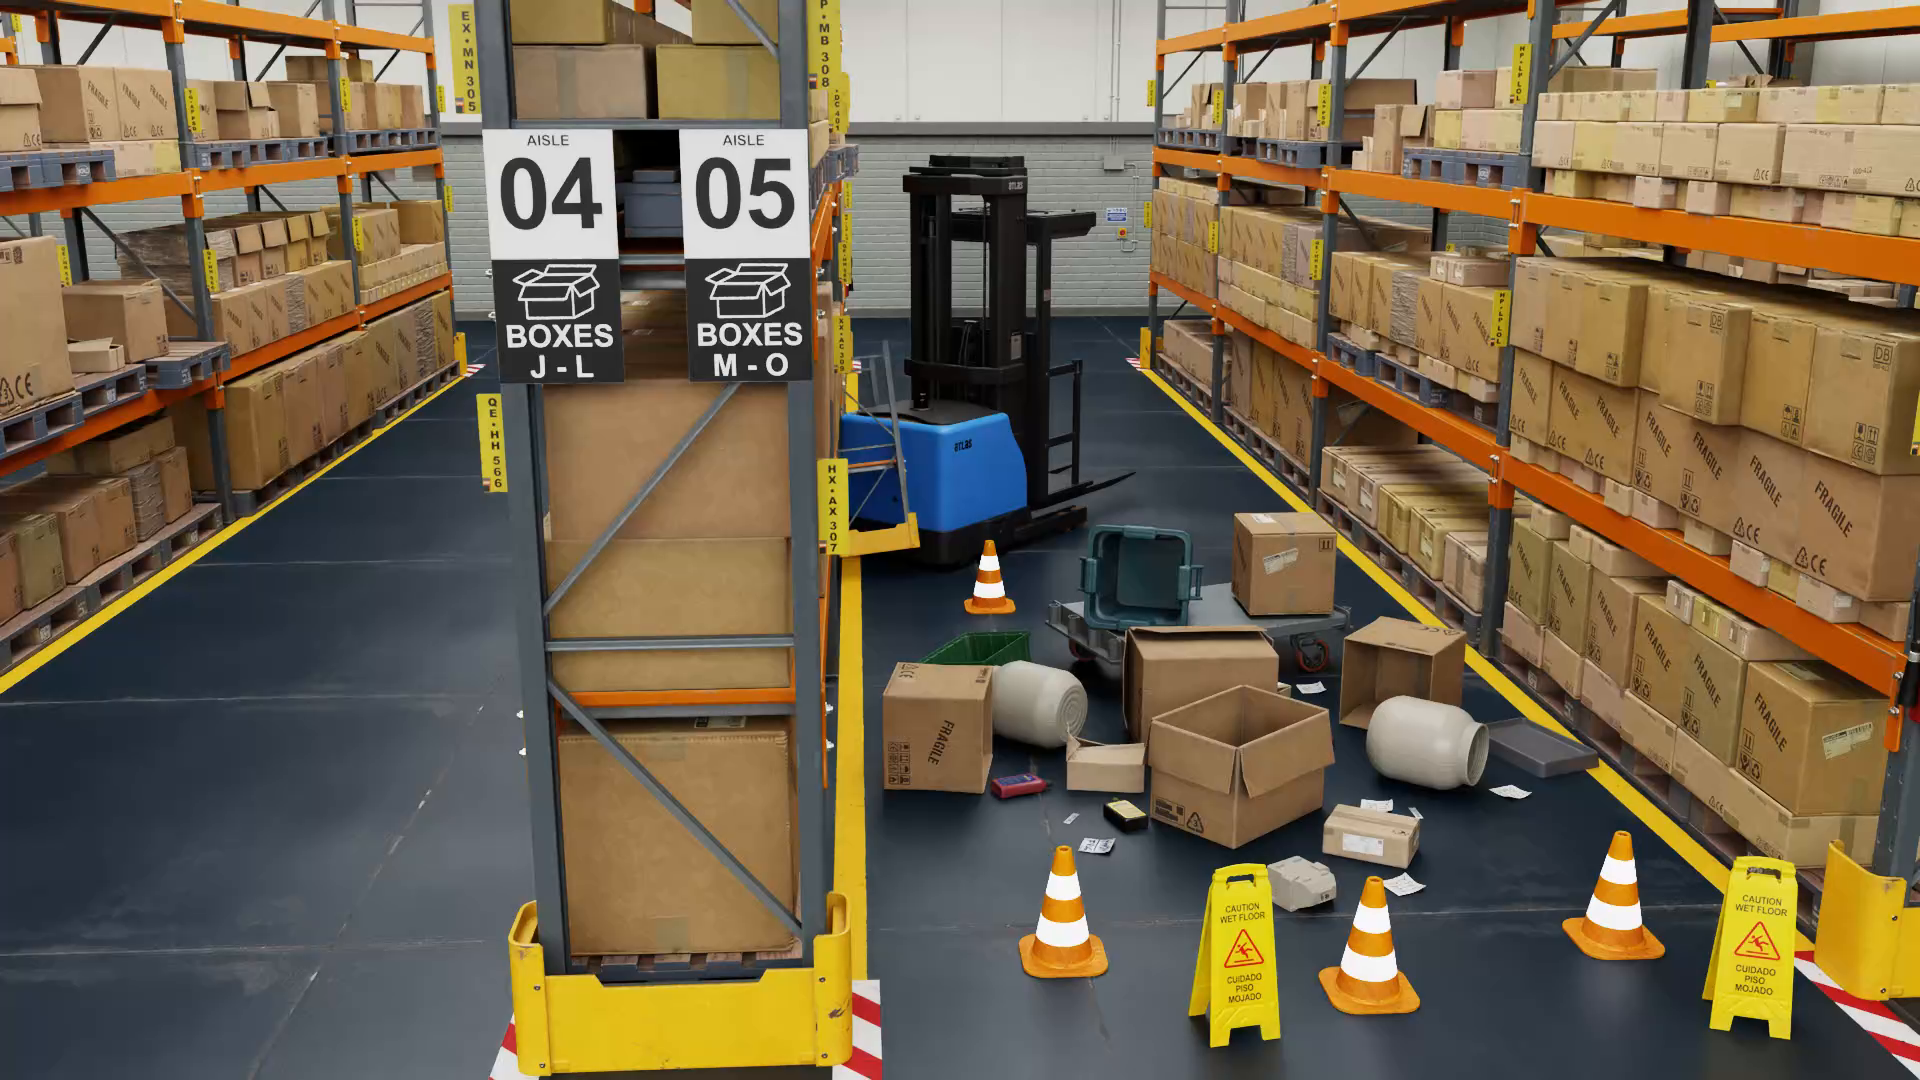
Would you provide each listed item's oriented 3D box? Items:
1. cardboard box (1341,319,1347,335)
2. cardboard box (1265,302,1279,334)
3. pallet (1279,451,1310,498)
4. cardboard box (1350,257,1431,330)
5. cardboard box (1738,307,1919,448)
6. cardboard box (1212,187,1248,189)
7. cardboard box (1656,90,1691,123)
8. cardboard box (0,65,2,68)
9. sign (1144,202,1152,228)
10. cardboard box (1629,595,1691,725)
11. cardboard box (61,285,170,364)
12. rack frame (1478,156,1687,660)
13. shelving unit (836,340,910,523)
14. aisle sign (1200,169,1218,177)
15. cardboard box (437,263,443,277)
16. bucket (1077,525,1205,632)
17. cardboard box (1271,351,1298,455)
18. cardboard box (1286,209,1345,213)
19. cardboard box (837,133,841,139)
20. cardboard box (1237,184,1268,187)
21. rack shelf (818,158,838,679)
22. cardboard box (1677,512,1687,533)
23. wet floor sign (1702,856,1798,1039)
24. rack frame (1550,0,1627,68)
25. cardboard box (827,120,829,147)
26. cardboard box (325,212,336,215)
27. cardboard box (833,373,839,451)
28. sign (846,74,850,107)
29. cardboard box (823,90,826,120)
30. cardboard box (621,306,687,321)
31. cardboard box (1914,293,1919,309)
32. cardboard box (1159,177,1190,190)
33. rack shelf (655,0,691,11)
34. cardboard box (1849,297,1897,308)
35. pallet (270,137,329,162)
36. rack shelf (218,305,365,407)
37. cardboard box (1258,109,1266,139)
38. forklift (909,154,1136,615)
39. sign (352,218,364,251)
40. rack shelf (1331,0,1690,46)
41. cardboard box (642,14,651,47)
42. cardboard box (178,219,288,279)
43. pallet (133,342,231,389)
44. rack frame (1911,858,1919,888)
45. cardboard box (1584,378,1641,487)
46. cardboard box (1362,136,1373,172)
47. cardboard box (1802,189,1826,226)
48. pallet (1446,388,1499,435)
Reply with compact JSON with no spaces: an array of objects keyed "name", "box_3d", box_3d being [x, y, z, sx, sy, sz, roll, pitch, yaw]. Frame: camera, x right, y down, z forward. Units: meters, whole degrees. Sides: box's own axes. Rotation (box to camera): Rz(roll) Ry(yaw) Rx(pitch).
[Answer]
[{"name":"cardboard box","box_3d":[3.297,-1.735,13.411,0.380,0.149,0.250,-2,15,-7]},{"name":"cardboard box","box_3d":[3.110,-2.038,15.230,0.500,0.250,0.500,-1,14,-4]},{"name":"pallet","box_3d":[3.489,-0.584,14.871,1.003,0.211,1.213,-1,14,-3]},{"name":"cardboard box","box_3d":[3.299,-1.888,12.703,0.500,0.500,0.500,0,14,-1]},{"name":"cardboard box","box_3d":[3.685,-0.674,6.821,0.700,0.500,0.500,-1,14,-3]},{"name":"cardboard box","box_3d":[2.965,-3.780,18.187,0.380,0.149,0.250,-1,14,-3]},{"name":"cardboard box","box_3d":[3.540,-2.053,7.869,0.380,0.149,0.250,-1,14,-4]},{"name":"cardboard box","box_3d":[-6.590,-2.955,11.268,0.500,0.500,0.500,-1,14,-5]},{"name":"sign","box_3d":[2.413,-4.177,21.345,0.100,0.325,0.005,-1,14,-3]},{"name":"cardboard box","box_3d":[3.589,0.567,7.973,0.500,0.500,0.500,-1,14,-5]},{"name":"cardboard box","box_3d":[-6.220,-1.565,12.045,0.700,0.500,0.500,1,14,5]},{"name":"rack frame","box_3d":[3.711,-0.742,9.891,1.000,3.000,0.127,-1,14,-3]},{"name":"shelving unit","box_3d":[-0.741,-0.658,12.361,0.500,1.500,0.985,-8,1,-9]},{"name":"aisle sign","box_3d":[3.272,-5.008,21.254,0.394,0.787,0.004,-1,14,-3]},{"name":"cardboard box","box_3d":[-6.555,-3.304,20.351,0.380,0.149,0.250,-1,14,-3]},{"name":"bucket","box_3d":[1.086,0.207,9.722,0.726,0.611,0.620,4,5,16]},{"name":"cardboard box","box_3d":[3.452,-1.306,15.505,0.875,0.875,0.875,-1,14,-3]},{"name":"cardboard box","box_3d":[3.533,-3.029,16.570,0.500,0.500,0.500,-1,14,-2]},{"name":"cardboard box","box_3d":[-1.107,-3.041,11.943,0.500,0.311,0.500,-1,14,-3]},{"name":"cardboard box","box_3d":[3.325,-3.978,18.958,0.380,0.149,0.250,-1,14,-4]},{"name":"rack shelf","box_3d":[-8.787,-1.028,11.002,15.905,3.000,4.168,-1,14,-3]},{"name":"cardboard box","box_3d":[3.647,-0.096,7.883,0.380,0.149,0.250,-1,14,-3]},{"name":"wet floor sign","box_3d":[2.902,1.457,6.070,0.267,0.644,0.232,4,15,16]},{"name":"rack frame","box_3d":[7.921,-6.709,21.044,1.000,3.000,0.127,-1,14,-3]},{"name":"cardboard box","box_3d":[-0.866,-2.075,8.513,0.380,0.149,0.250,-1,14,-3]},{"name":"cardboard box","box_3d":[-6.998,-3.248,17.830,0.500,0.500,0.500,-1,14,-3]},{"name":"cardboard box","box_3d":[-0.988,-0.824,10.008,0.500,0.500,0.500,-1,14,-3]},{"name":"sign","box_3d":[-1.166,-4.533,16.779,0.100,0.325,0.005,-1,14,-3]},{"name":"cardboard box","box_3d":[-0.906,-2.172,8.090,0.500,0.250,0.500,-1,14,-4]},{"name":"cardboard box","box_3d":[-1.148,-0.741,7.418,0.875,0.550,0.500,-1,14,-3]},{"name":"cardboard box","box_3d":[8.175,-1.869,13.570,0.500,0.250,0.500,-1,14,-3]},{"name":"cardboard box","box_3d":[2.713,-4.481,20.912,0.380,0.149,0.250,-1,14,-2]},{"name":"rack shelf","box_3d":[-1.348,-3.501,10.821,1.077,0.370,4.000,-1,14,-3]},{"name":"cardboard box","box_3d":[7.993,-2.054,14.650,0.380,0.149,0.250,-1,14,-2]},{"name":"pallet","box_3d":[-6.570,-3.711,15.796,0.805,0.209,1.217,-1,15,-6]},{"name":"rack shelf","box_3d":[-6.552,-1.733,15.186,1.077,0.370,4.000,-1,14,-3]},{"name":"cardboard box","box_3d":[2.979,-3.863,15.427,0.396,0.266,0.258,0,14,1]},{"name":"forklift","box_3d":[0.534,-1.407,12.613,2.033,2.935,3.733,10,18,35]},{"name":"sign","box_3d":[-6.135,-3.112,16.937,0.100,0.325,0.005,-1,14,-3]},{"name":"rack shelf","box_3d":[3.587,-3.603,11.216,1.077,0.370,4.000,-1,14,-3]},{"name":"cardboard box","box_3d":[-1.397,-1.946,6.409,0.380,0.149,0.250,-1,14,-3]},{"name":"cardboard box","box_3d":[-6.543,-2.629,15.011,0.797,0.503,0.637,0,14,-2]},{"name":"pallet","box_3d":[-6.278,-1.315,12.504,1.213,0.211,1.003,-1,14,-3]},{"name":"rack frame","box_3d":[3.962,0.253,6.025,0.949,2.616,0.053,-1,14,-3]},{"name":"cardboard box","box_3d":[3.532,-0.571,8.429,0.500,0.500,0.500,-1,14,-4]},{"name":"cardboard box","box_3d":[3.328,-2.980,12.839,0.396,0.266,0.258,-1,14,-3]},{"name":"cardboard box","box_3d":[3.677,-1.355,6.756,0.380,0.149,0.250,-1,14,-3]},{"name":"pallet","box_3d":[3.808,-0.842,10.662,1.003,0.211,1.213,-1,14,-3]}]
